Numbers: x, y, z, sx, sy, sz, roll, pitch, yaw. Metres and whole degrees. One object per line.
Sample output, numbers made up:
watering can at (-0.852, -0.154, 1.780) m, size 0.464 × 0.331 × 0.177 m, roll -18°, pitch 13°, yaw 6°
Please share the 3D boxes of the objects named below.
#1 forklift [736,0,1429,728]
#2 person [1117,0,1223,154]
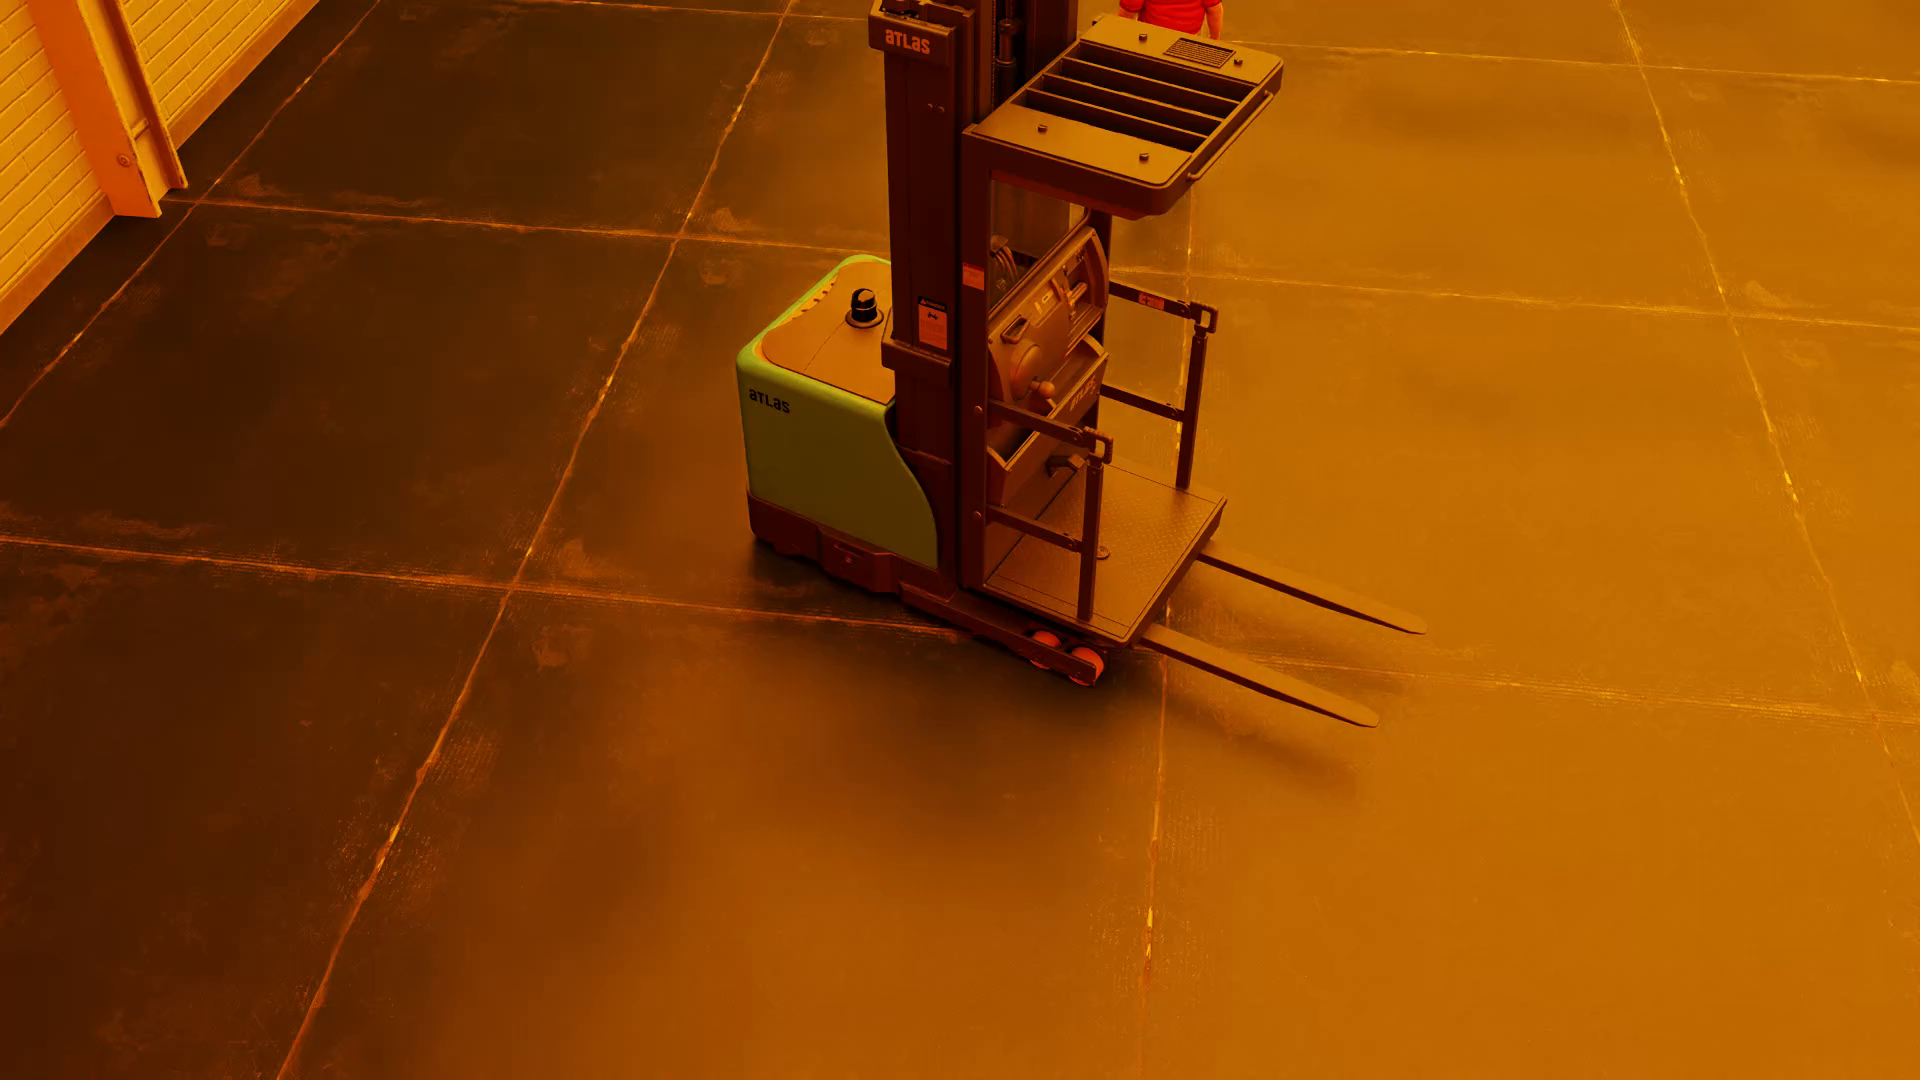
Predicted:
forklift at (0.544, -0.866, 6.667) m, size 3.031 × 2.935 × 1.130 m, roll 21°, pitch 47°, yaw 22°
person at (1.206, -2.918, 9.779) m, size 0.641 × 1.727 × 0.551 m, roll -1°, pitch 43°, yaw -1°
